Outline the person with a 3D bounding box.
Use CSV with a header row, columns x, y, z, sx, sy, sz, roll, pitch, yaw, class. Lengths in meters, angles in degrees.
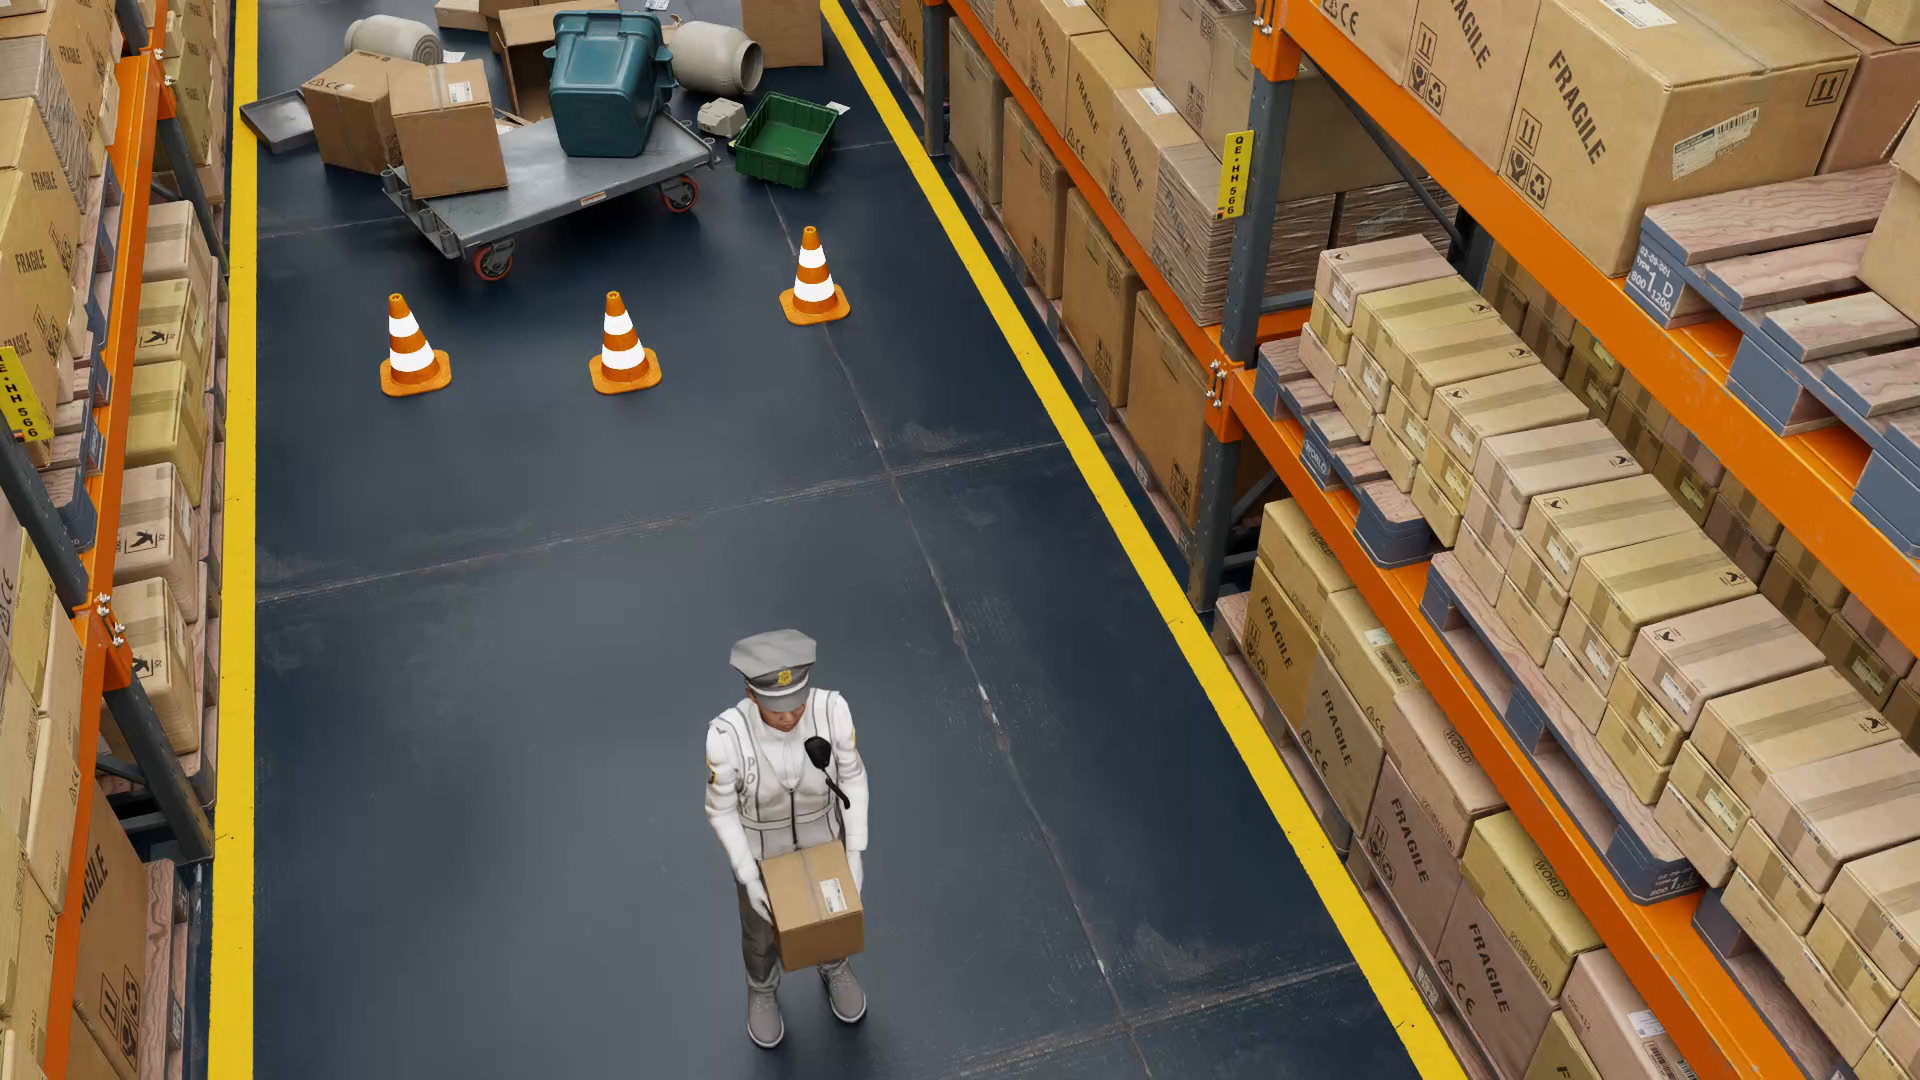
x,y,z,sx,sy,sz,roll,pitch,yaw,class
-0.503,0.951,5.102,0.497,1.687,0.439,-13,44,-13,person
